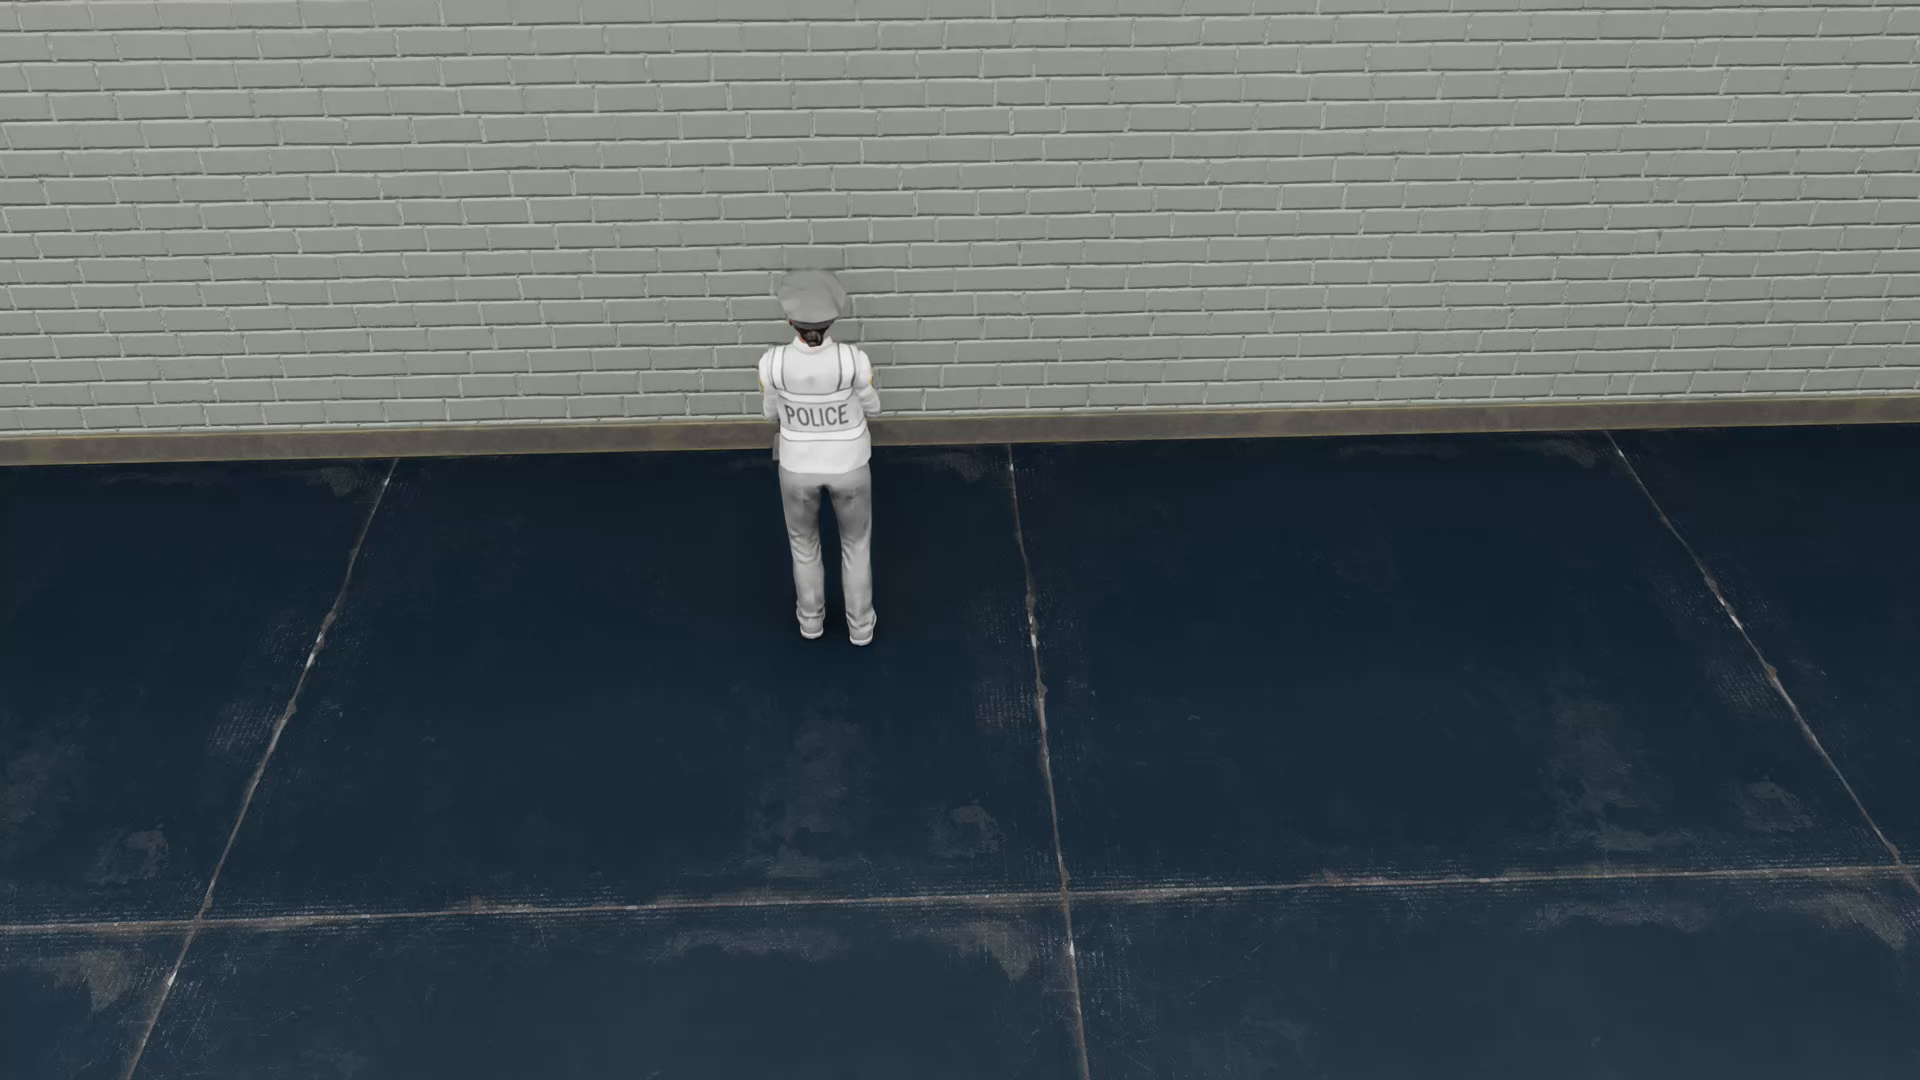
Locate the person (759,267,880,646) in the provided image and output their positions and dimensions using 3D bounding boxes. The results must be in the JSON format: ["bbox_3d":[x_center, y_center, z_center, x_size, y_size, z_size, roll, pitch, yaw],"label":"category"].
[{"bbox_3d":[-0.538,-0.340,6.606,0.457,1.690,0.539,-1,35,-2],"label":"person"}]
